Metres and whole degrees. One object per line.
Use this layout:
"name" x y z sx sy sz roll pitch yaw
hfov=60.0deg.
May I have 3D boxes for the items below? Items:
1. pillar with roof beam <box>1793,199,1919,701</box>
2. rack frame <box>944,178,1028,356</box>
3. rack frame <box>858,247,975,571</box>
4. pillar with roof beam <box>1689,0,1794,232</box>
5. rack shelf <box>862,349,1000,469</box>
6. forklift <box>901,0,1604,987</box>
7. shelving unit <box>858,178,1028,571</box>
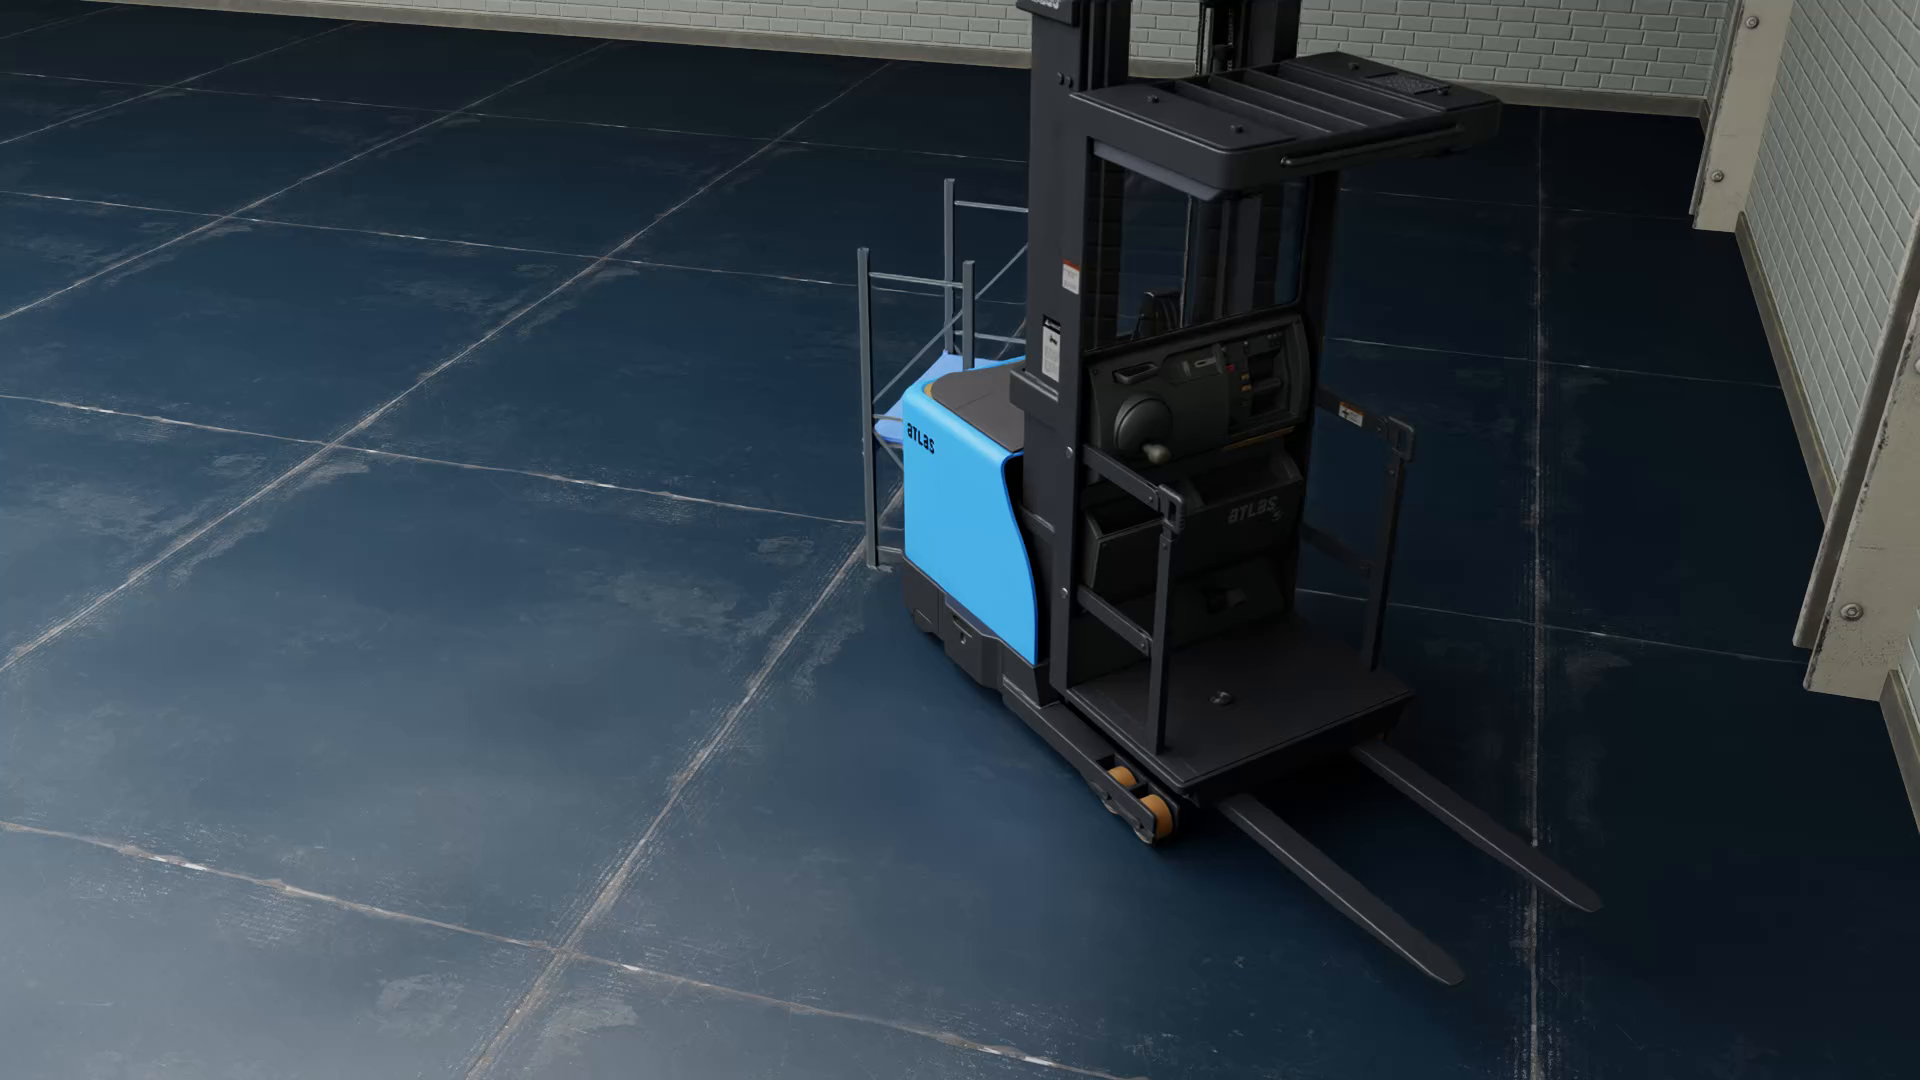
"pillar with roof beam" -0.521 -4.016 5.712 9.100 9.000 0.400 8 30 15
"rack frame" 0.168 -0.962 7.936 0.500 1.500 0.032 10 31 17
"rack frame" -0.179 -0.497 7.101 0.500 1.500 0.032 10 31 17
"pillar with roof beam" 1.240 -6.804 10.725 9.100 9.000 0.400 8 30 15
"rack shelf" -0.006 -0.572 7.606 0.538 0.185 1.000 10 31 17
"forklift" 0.951 -0.478 5.594 1.130 2.935 3.031 -17 33 -27
"shelving unit" -0.006 -0.729 7.519 0.538 1.500 1.048 10 31 17
